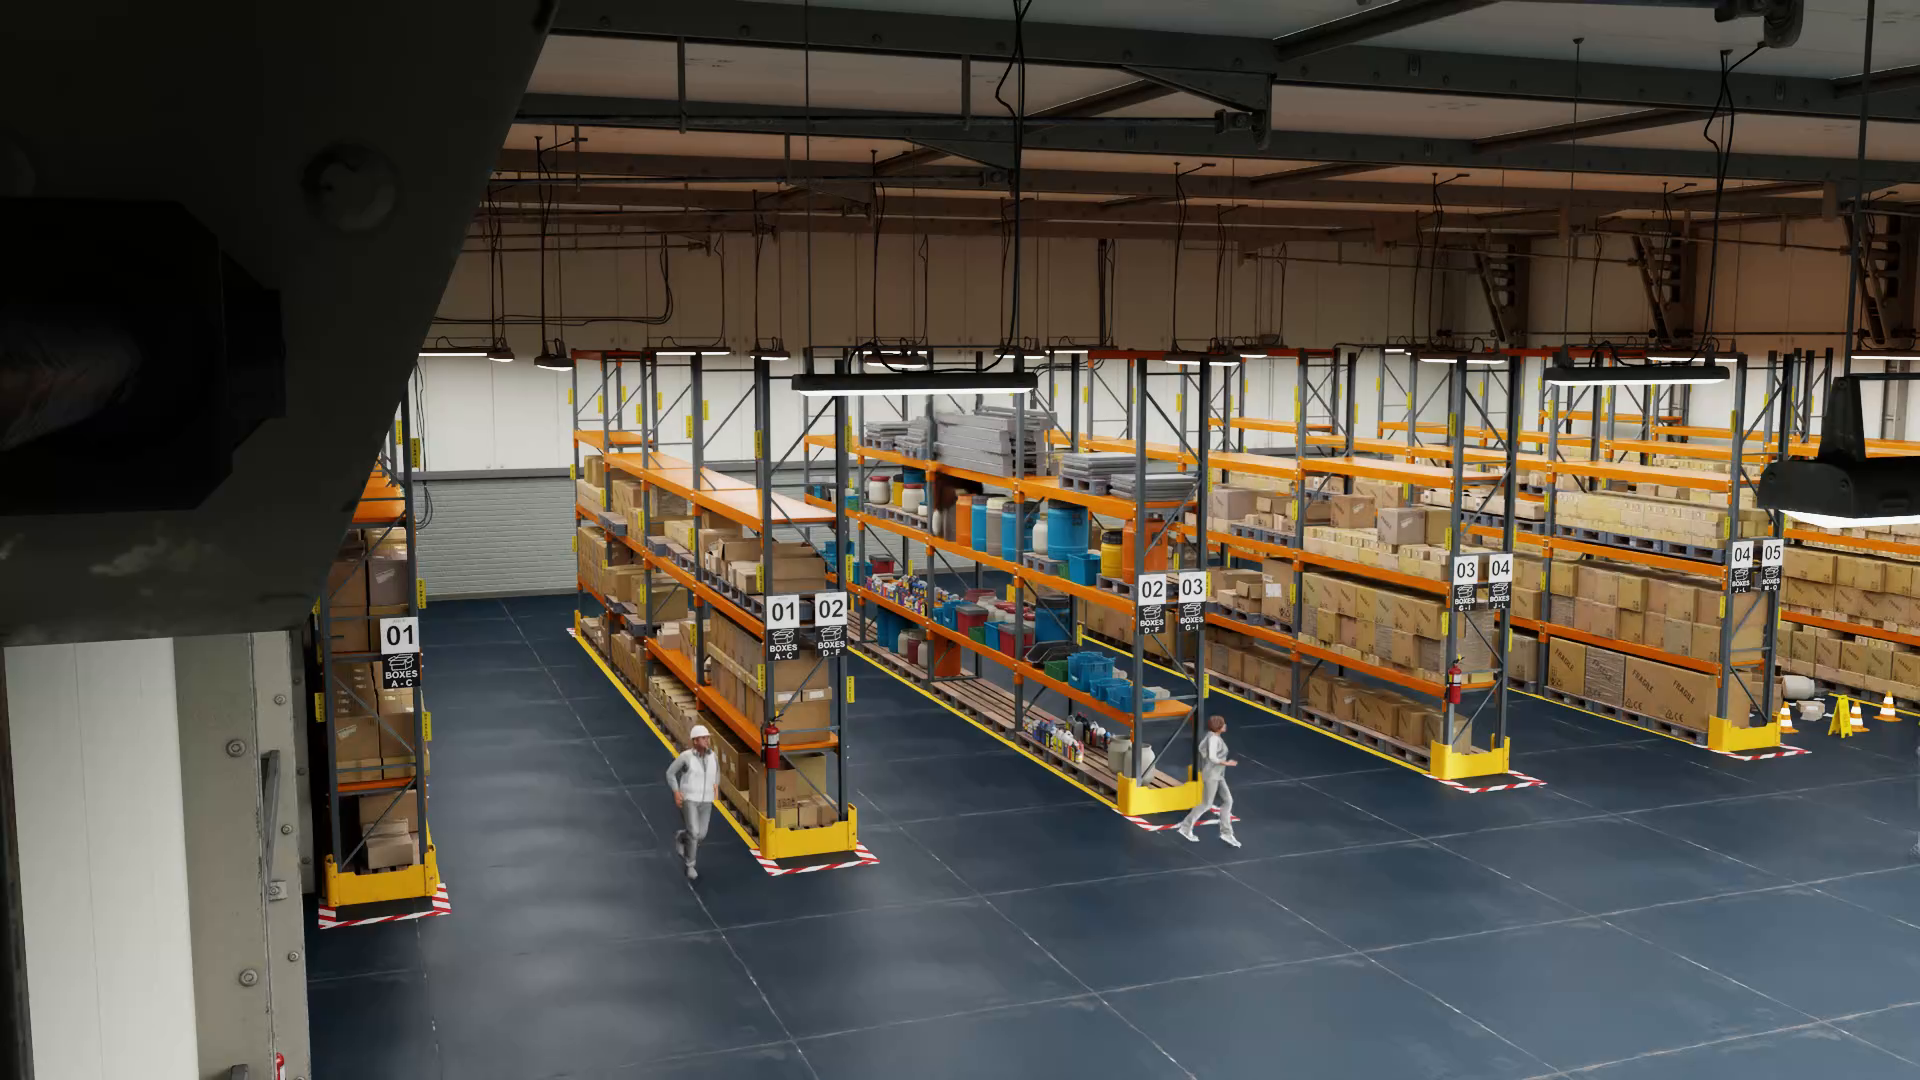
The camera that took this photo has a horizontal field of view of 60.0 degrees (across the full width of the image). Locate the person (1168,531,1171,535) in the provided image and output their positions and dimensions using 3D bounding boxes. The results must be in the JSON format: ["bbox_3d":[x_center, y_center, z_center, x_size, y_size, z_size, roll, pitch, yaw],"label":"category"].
[{"bbox_3d":[4.811,0.580,39.702,0.614,1.704,0.739,2,7,15],"label":"person"}]

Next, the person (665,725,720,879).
[{"bbox_3d":[-3.135,3.050,19.690,0.701,1.726,0.733,-6,9,-38],"label":"person"}]

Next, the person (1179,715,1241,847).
[{"bbox_3d":[3.123,2.975,20.665,0.764,1.616,0.569,2,7,12],"label":"person"}]
